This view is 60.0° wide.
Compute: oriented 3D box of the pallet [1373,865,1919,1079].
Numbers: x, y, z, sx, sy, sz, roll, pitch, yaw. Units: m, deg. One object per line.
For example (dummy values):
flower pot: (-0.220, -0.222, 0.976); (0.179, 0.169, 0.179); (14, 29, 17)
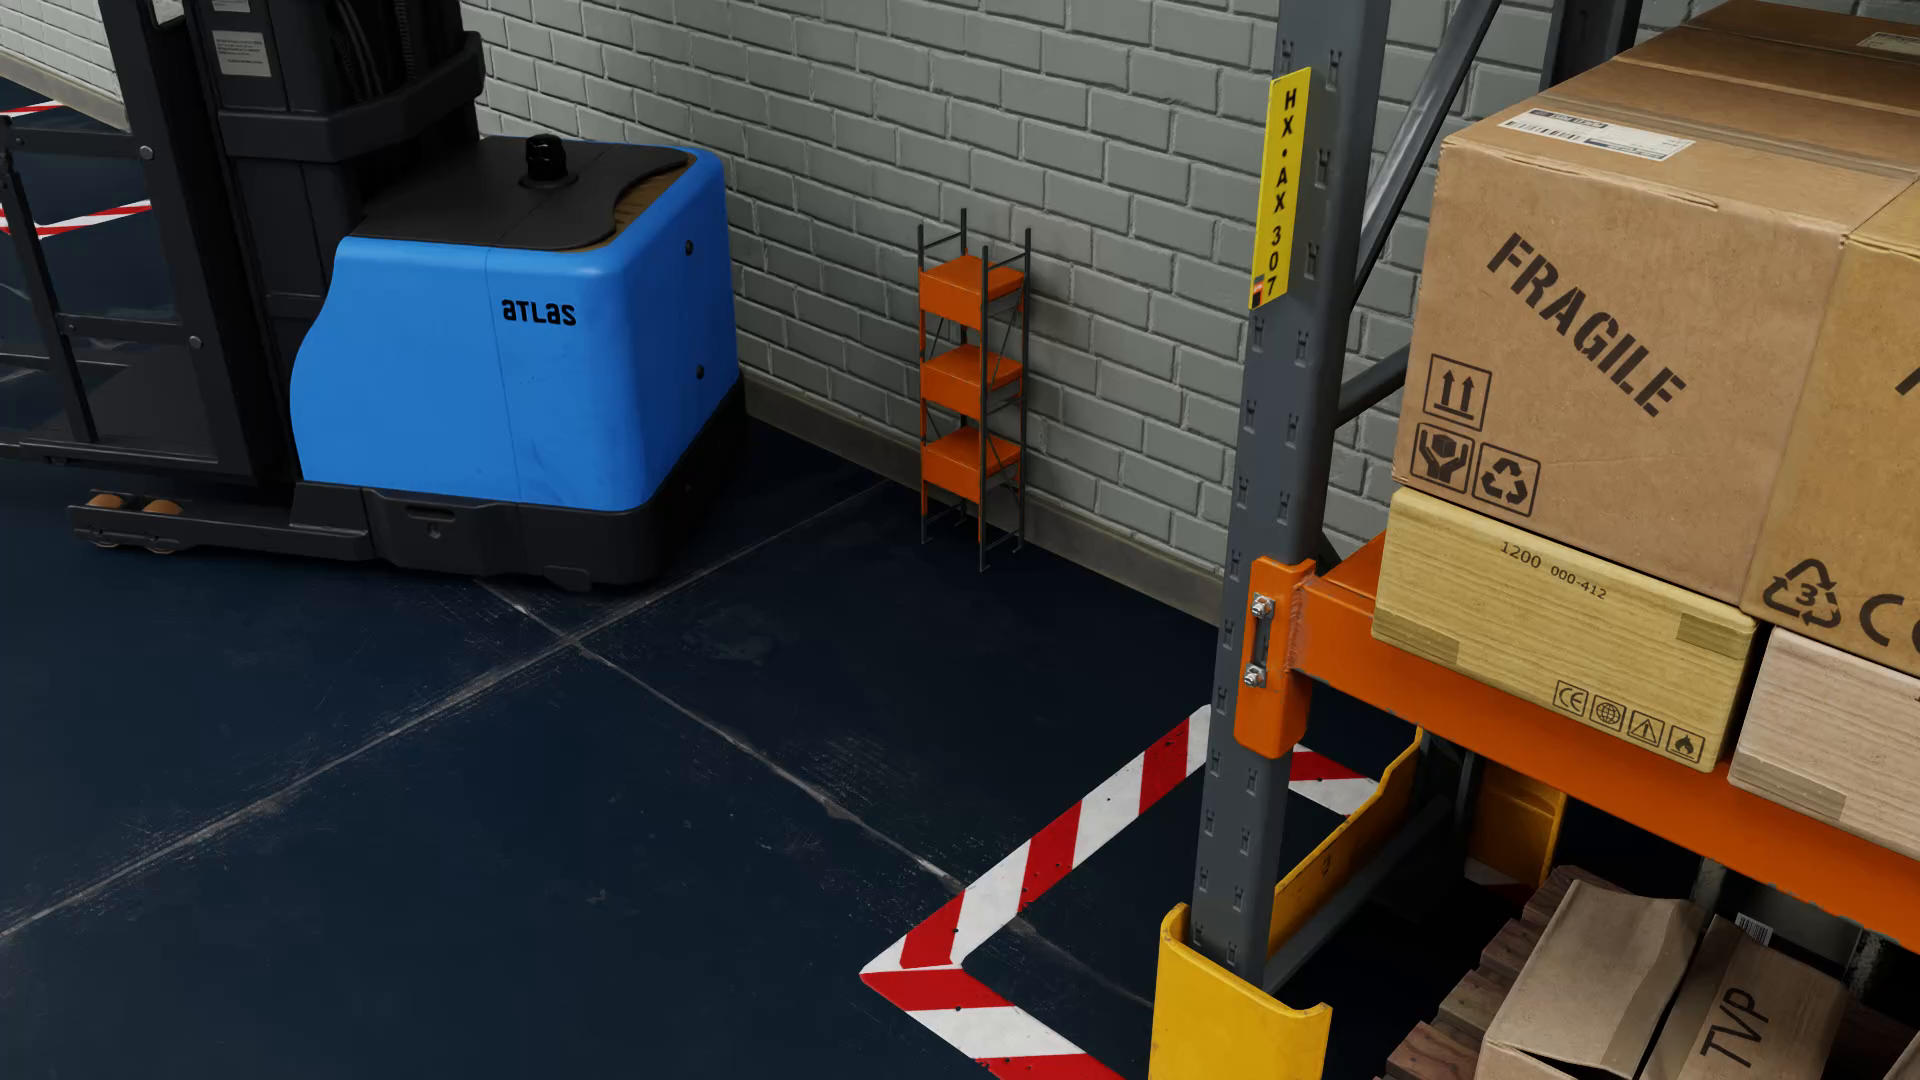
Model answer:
pallet: (1.443, 1.195, 3.060); (1.213, 0.211, 1.003); (25, 39, 35)

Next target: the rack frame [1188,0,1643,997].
rack frame: (0.808, -0.321, 2.874); (0.127, 3.000, 1.000); (25, 39, 35)

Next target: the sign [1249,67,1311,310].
sign: (0.444, -0.484, 2.306); (0.005, 0.325, 0.100); (25, 39, 35)

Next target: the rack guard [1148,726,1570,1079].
rack guard: (0.865, 0.777, 3.475); (0.348, 0.500, 1.175); (25, 39, 35)

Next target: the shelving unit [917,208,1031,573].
shelving unit: (0.040, -0.431, 4.948); (0.252, 1.050, 0.215); (25, 39, 35)

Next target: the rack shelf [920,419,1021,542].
rack shelf: (0.040, -0.184, 5.097); (0.240, 0.259, 0.215); (25, 39, 35)

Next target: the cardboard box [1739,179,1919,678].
cardboard box: (1.320, -0.131, 1.959); (0.500, 0.500, 0.500); (25, 39, 35)

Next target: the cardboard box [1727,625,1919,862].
cardboard box: (1.352, 0.200, 2.136); (0.500, 0.250, 0.500); (24, 38, 34)

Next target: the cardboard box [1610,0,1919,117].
cardboard box: (1.301, -0.504, 2.578); (0.500, 0.500, 0.500); (25, 39, 35)

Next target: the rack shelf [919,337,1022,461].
rack shelf: (0.040, -0.422, 4.954); (0.240, 0.259, 0.215); (25, 39, 35)

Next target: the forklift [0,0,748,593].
forklift: (-2.293, -1.471, 4.851); (3.031, 2.935, 1.130); (6, 32, 10)

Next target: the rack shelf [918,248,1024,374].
rack shelf: (0.040, -0.665, 4.808); (0.240, 0.259, 0.215); (25, 39, 35)

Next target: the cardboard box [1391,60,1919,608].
cardboard box: (0.961, -0.306, 2.249); (0.500, 0.500, 0.500); (25, 39, 35)

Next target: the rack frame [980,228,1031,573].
rack frame: (0.130, -0.389, 4.878); (0.008, 1.050, 0.200); (25, 39, 35)

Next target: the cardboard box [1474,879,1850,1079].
cardboard box: (1.261, 0.917, 2.999); (0.500, 0.311, 0.500); (20, 37, 30)

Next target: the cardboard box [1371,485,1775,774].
cardboard box: (0.957, 0.025, 2.426); (0.500, 0.250, 0.500); (24, 38, 34)

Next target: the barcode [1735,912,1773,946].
barcode: (1.543, 0.766, 3.241); (0.075, 0.075, 0.001); (25, 39, 35)

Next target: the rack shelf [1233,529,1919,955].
rack shelf: (2.291, 0.680, 1.910); (4.000, 0.370, 1.077); (25, 39, 35)

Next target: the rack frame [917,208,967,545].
rack frame: (-0.051, -0.473, 5.019); (0.008, 1.050, 0.200); (25, 39, 35)
